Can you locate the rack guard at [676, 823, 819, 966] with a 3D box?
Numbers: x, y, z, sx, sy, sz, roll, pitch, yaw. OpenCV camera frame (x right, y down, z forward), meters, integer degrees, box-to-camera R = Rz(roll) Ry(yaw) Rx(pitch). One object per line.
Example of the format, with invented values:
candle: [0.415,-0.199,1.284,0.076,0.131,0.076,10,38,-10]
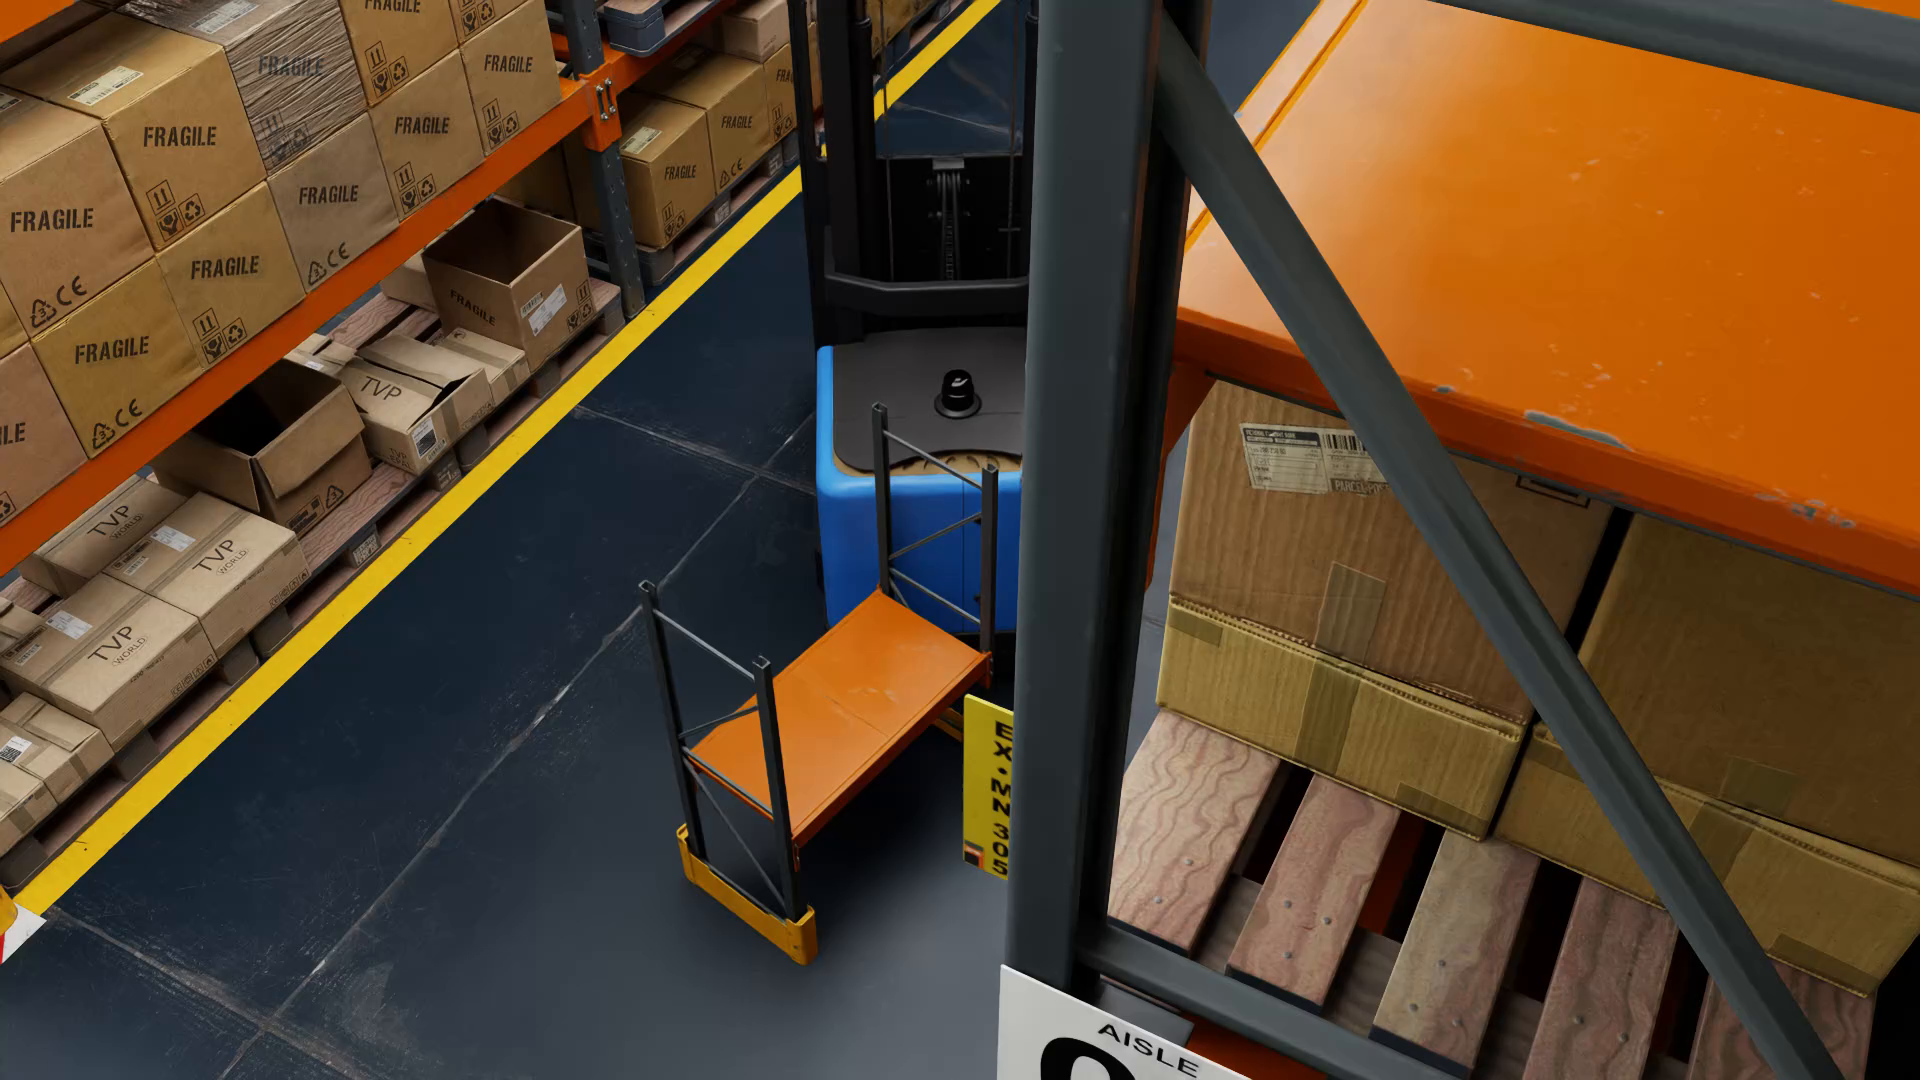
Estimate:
rack guard: [-0.725,1.200,5.668,0.587,0.250,0.087,30,53,26]

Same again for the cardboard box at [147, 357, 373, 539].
cardboard box: [-2.876,-0.417,6.779,0.797,0.503,0.637,20,49,19]

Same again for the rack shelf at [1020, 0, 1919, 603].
rack shelf: [1.452,-1.147,2.624,1.077,0.370,4.000,20,49,19]

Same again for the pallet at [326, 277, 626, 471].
pallet: [-2.328,-0.913,7.784,1.003,0.211,1.213,20,49,19]

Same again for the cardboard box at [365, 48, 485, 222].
cardboard box: [-2.251,-1.635,6.467,0.500,0.500,0.500,22,49,20]

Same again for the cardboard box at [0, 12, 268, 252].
cardboard box: [-2.718,-1.350,5.482,0.500,0.500,0.500,20,49,19]

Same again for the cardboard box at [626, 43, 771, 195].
cardboard box: [-1.330,-2.165,8.509,0.500,0.500,0.500,21,49,20]

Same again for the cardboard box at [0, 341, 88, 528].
cardboard box: [-3.191,-0.360,5.206,0.500,0.500,0.500,20,49,19]

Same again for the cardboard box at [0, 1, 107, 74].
cardboard box: [-3.194,-1.533,5.663,0.500,0.500,0.500,22,49,20]

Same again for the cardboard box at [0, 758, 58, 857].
cardboard box: [-3.367,0.892,5.735,0.380,0.149,0.250,20,49,19]

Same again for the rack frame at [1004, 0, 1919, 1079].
rack frame: [0.524,-0.281,0.981,1.000,3.000,0.127,20,49,19]

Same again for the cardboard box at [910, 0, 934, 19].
cardboard box: [-0.378,-3.454,9.783,0.500,0.500,0.500,22,49,21]

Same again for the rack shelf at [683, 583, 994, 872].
rack shelf: [-0.404,0.607,5.628,0.538,0.185,1.000,30,53,26]

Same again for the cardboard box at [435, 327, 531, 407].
cardboard box: [-2.143,-0.769,7.376,0.380,0.149,0.250,20,49,19]

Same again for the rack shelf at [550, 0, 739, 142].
rack shelf: [-1.080,-3.332,8.720,1.077,0.370,4.000,20,49,19]

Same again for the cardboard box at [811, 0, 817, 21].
cardboard box: [-0.872,-3.035,8.842,0.500,0.250,0.500,20,49,18]

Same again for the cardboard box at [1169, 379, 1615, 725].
cardboard box: [0.622,-0.171,2.194,0.500,0.500,0.500,20,49,19]

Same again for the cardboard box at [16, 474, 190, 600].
cardboard box: [-3.364,-0.006,6.551,0.500,0.250,0.500,20,49,19]

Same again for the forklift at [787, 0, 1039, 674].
forklift: [-0.069,-1.533,6.484,1.130,2.935,3.031,-2,45,-2]

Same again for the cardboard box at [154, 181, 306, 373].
cardboard box: [-2.722,-0.989,5.828,0.500,0.500,0.500,21,49,20]

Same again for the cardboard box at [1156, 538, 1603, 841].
cardboard box: [0.629,0.094,2.458,0.500,0.250,0.500,22,49,20]

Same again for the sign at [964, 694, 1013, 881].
sign: [0.050,0.302,1.946,0.100,0.325,0.005,20,49,19]

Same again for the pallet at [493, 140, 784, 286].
pallet: [-1.664,-1.870,8.730,1.003,0.211,1.213,20,49,19]

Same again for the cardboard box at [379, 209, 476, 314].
cardboard box: [-2.395,-1.342,7.828,0.500,0.311,0.500,20,49,19]

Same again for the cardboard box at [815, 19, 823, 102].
cardboard box: [-0.857,-2.796,9.132,0.500,0.500,0.500,19,48,18]

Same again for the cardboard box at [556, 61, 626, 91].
cardboard box: [-1.796,-2.315,8.657,0.500,0.500,0.500,21,49,19]

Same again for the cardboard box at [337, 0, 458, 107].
cardboard box: [-2.249,-1.984,6.109,0.500,0.500,0.500,20,49,18]

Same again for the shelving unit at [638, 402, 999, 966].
shelving unit: [-0.410,0.486,5.495,0.587,1.500,1.083,30,53,26]

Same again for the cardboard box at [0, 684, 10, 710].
cardboard box: [-3.831,0.495,5.880,0.500,0.500,0.500,20,49,19]

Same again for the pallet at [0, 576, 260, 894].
pallet: [-3.461,0.625,6.264,1.003,0.211,1.213,20,49,19]

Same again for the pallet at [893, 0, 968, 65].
pallet: [-0.532,-3.407,10.249,1.003,0.211,1.213,20,49,19]

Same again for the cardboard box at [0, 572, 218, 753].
cardboard box: [-3.130,0.443,6.107,0.500,0.250,0.500,20,49,19]

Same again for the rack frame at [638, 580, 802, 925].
rack frame: [-0.726,0.761,5.223,0.500,1.500,0.032,30,53,26]

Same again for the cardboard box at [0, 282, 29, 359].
cardboard box: [-3.190,-0.716,4.855,0.500,0.500,0.500,21,49,19]
